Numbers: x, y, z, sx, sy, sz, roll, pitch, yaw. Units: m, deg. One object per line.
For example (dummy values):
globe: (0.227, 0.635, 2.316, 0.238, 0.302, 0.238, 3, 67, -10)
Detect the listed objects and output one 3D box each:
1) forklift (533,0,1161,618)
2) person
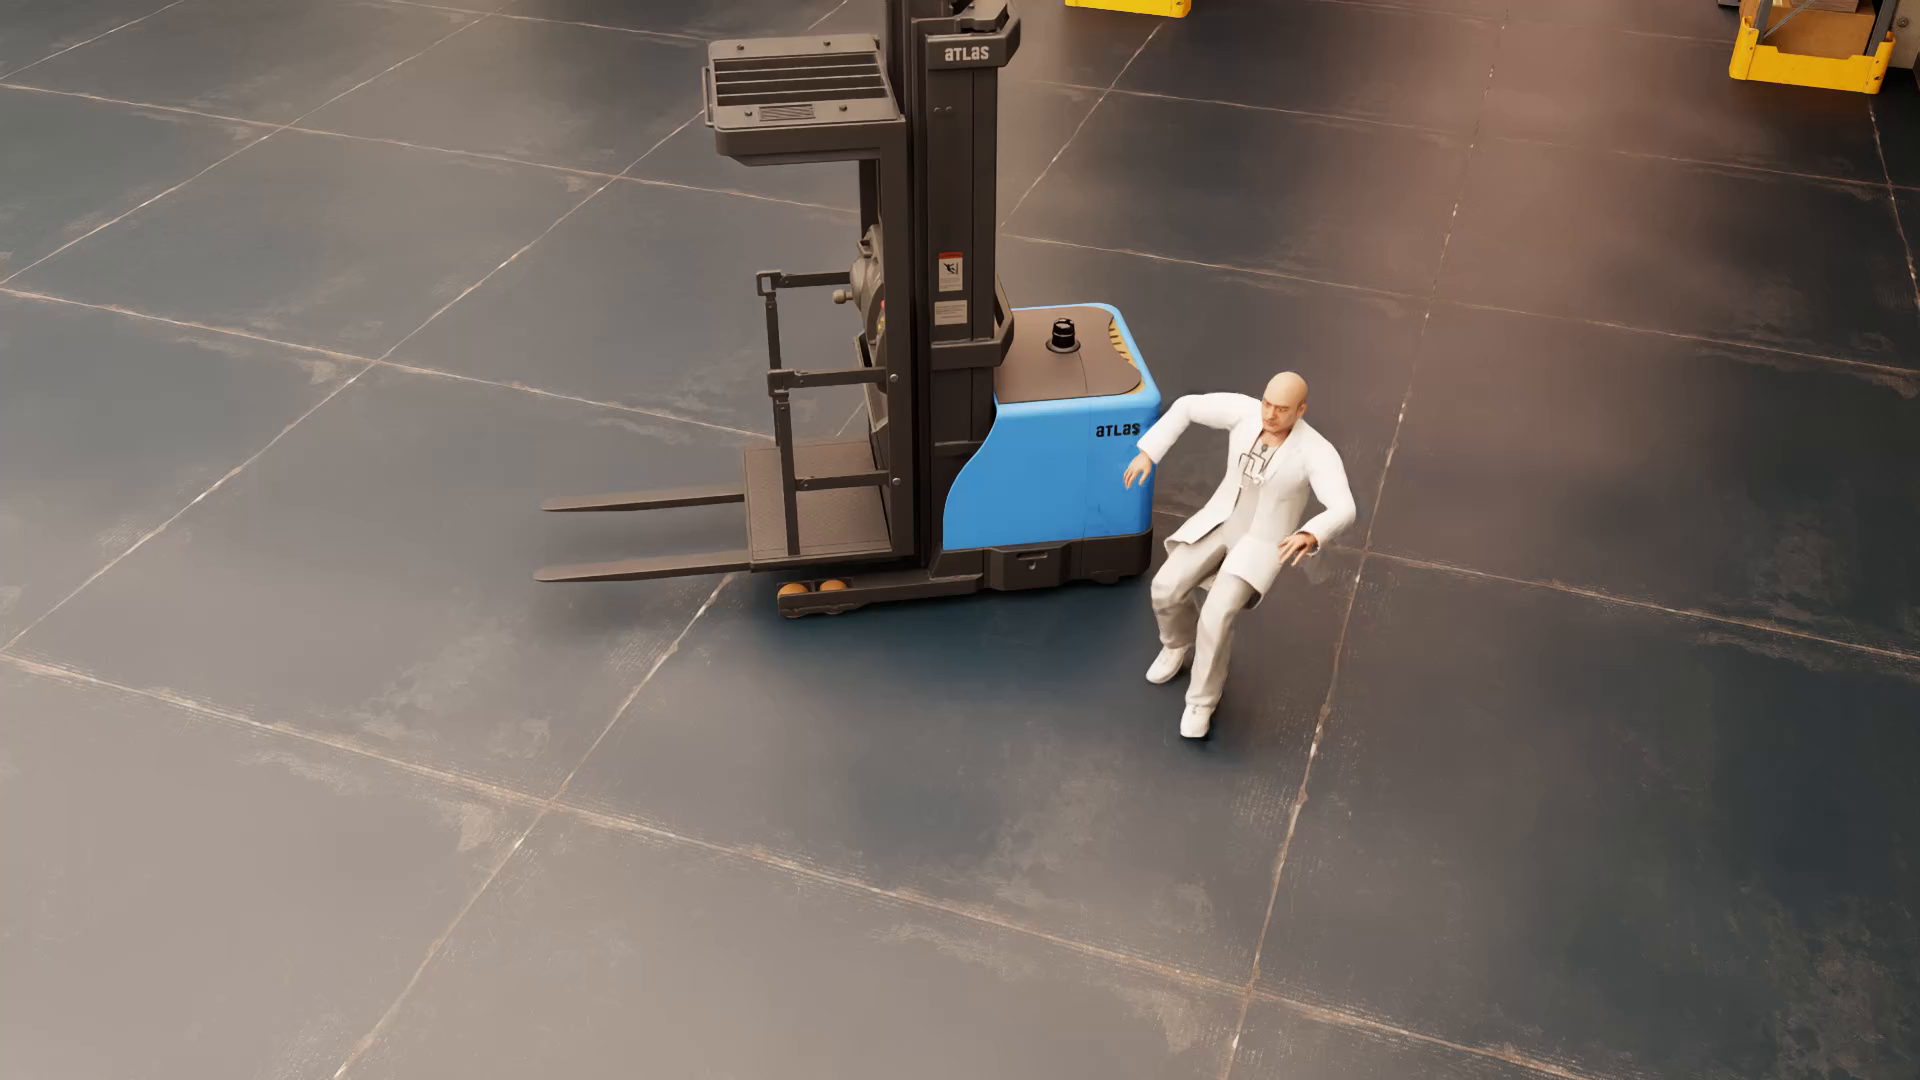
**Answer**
forklift: (-0.604, -1.144, 7.724, 3.031, 2.935, 1.130, -5, 36, -7)
person: (1.138, 0.035, 7.262, 1.065, 1.535, 0.896, 22, 41, 27)
